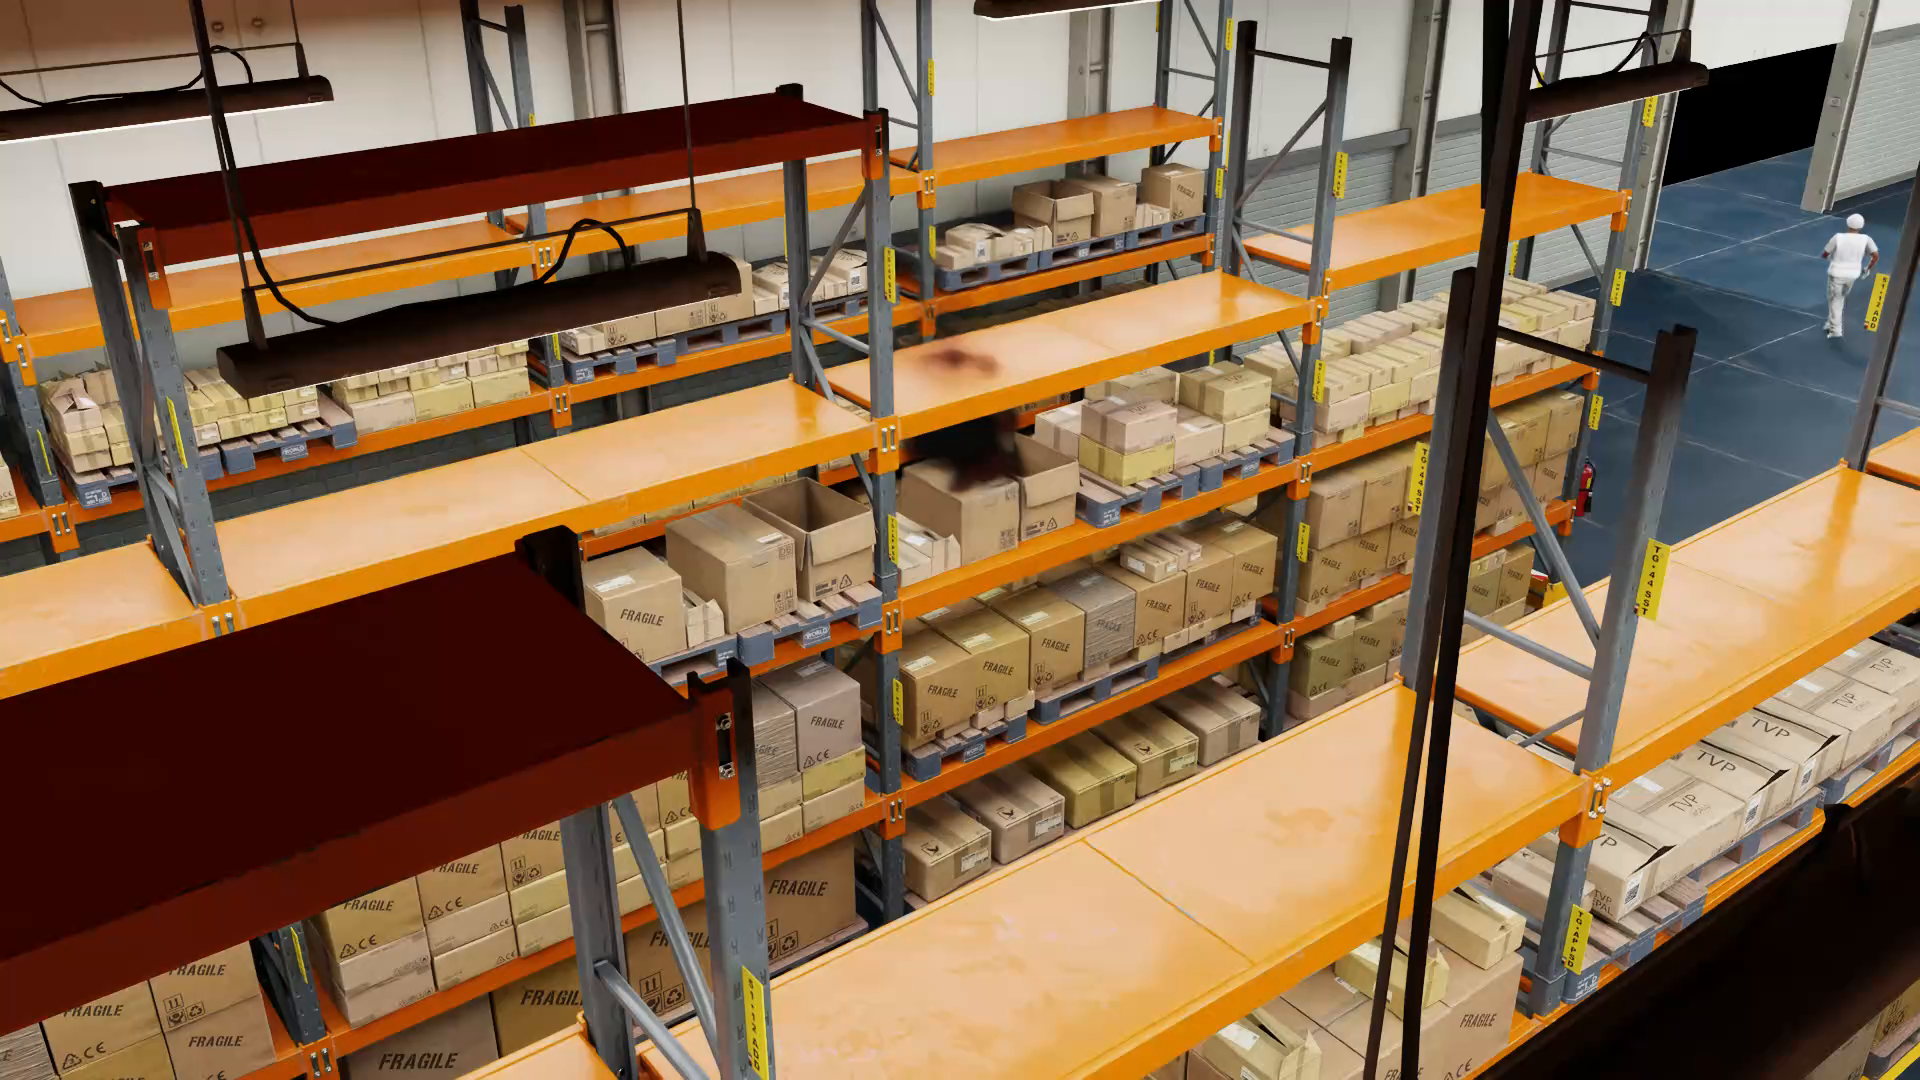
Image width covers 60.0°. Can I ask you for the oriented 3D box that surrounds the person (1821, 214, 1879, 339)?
[{"bbox_3d":[12.580,-3.739,23.714,0.668,1.817,0.860,2,26,5],"label":"person"}]
